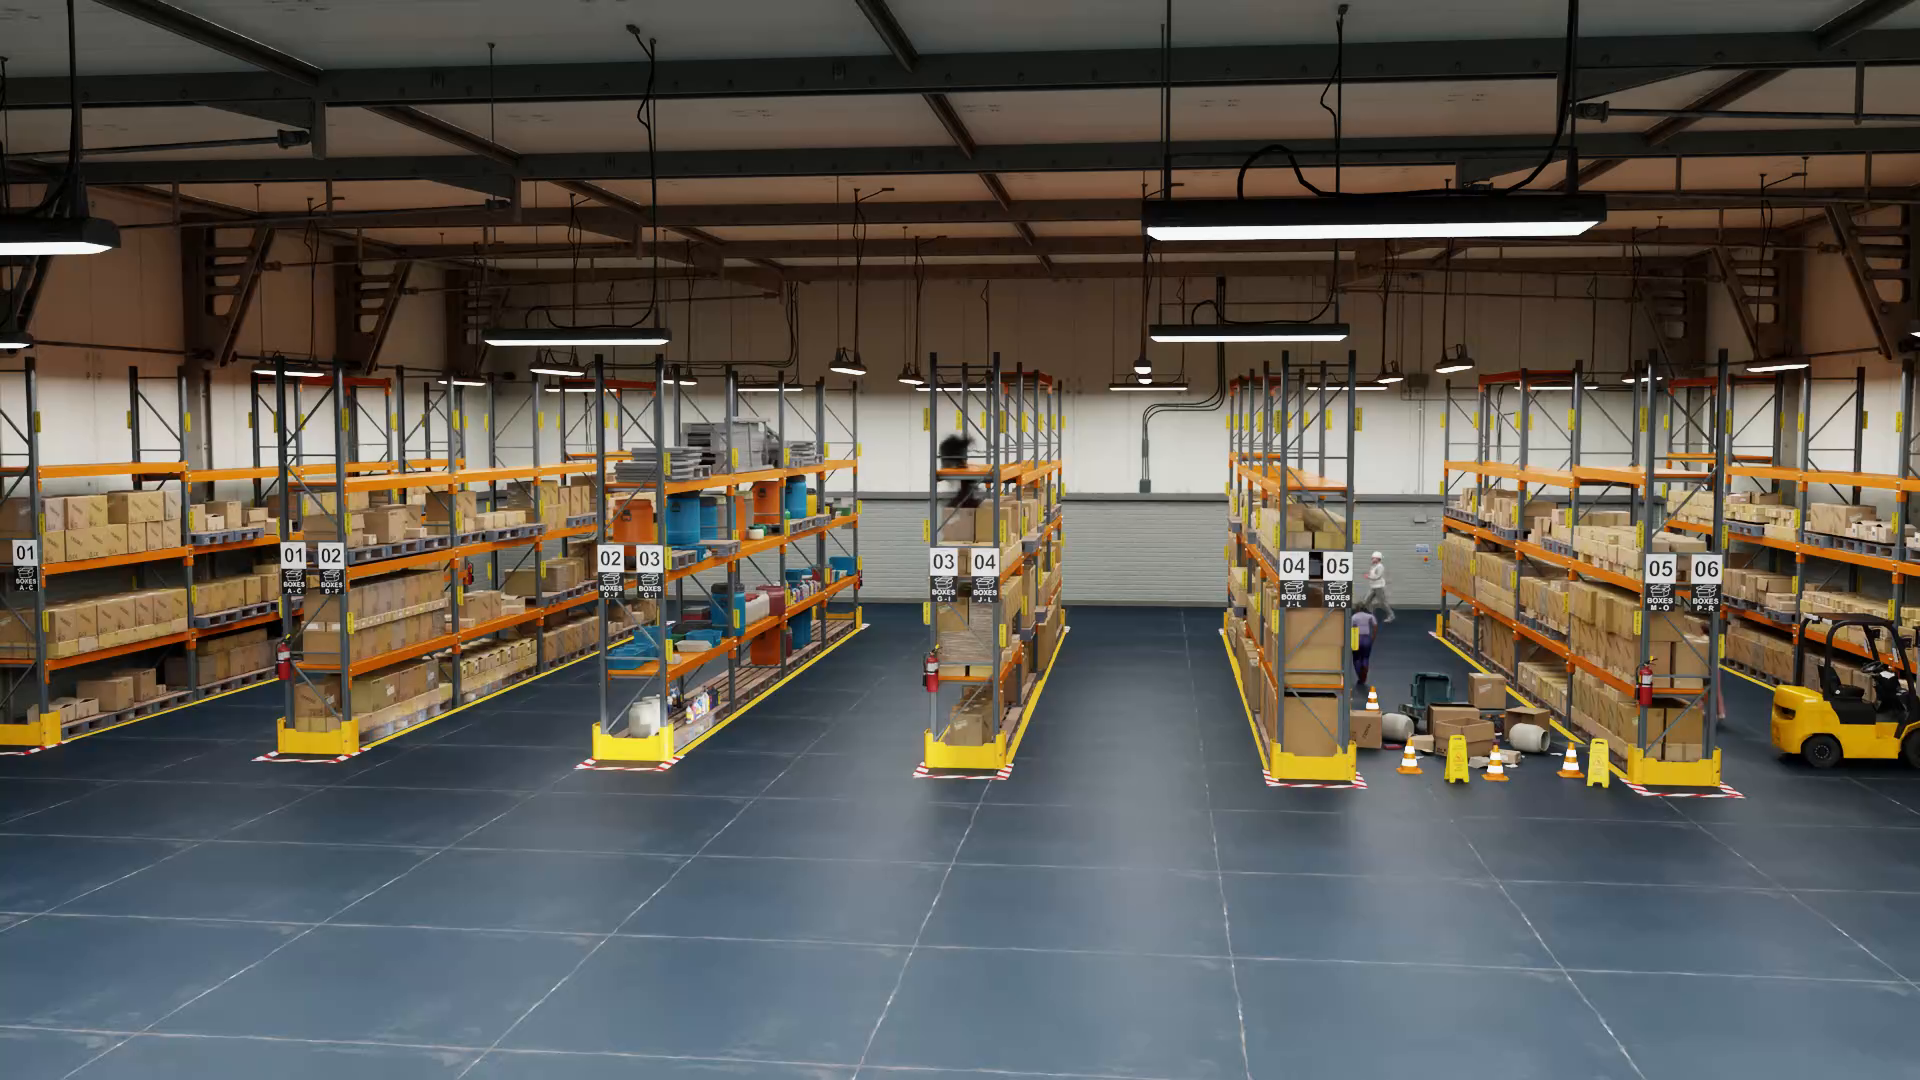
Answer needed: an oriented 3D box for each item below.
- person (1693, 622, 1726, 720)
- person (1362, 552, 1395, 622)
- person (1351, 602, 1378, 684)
[{"bbox_3d":[12.575,2.228,27.908,0.573,1.620,0.937,0,4,-1],"label":"person"},{"bbox_3d":[10.343,1.205,41.178,0.850,1.834,0.639,0,4,-7],"label":"person"},{"bbox_3d":[7.684,1.972,31.792,0.612,1.581,0.537,0,4,4],"label":"person"}]
